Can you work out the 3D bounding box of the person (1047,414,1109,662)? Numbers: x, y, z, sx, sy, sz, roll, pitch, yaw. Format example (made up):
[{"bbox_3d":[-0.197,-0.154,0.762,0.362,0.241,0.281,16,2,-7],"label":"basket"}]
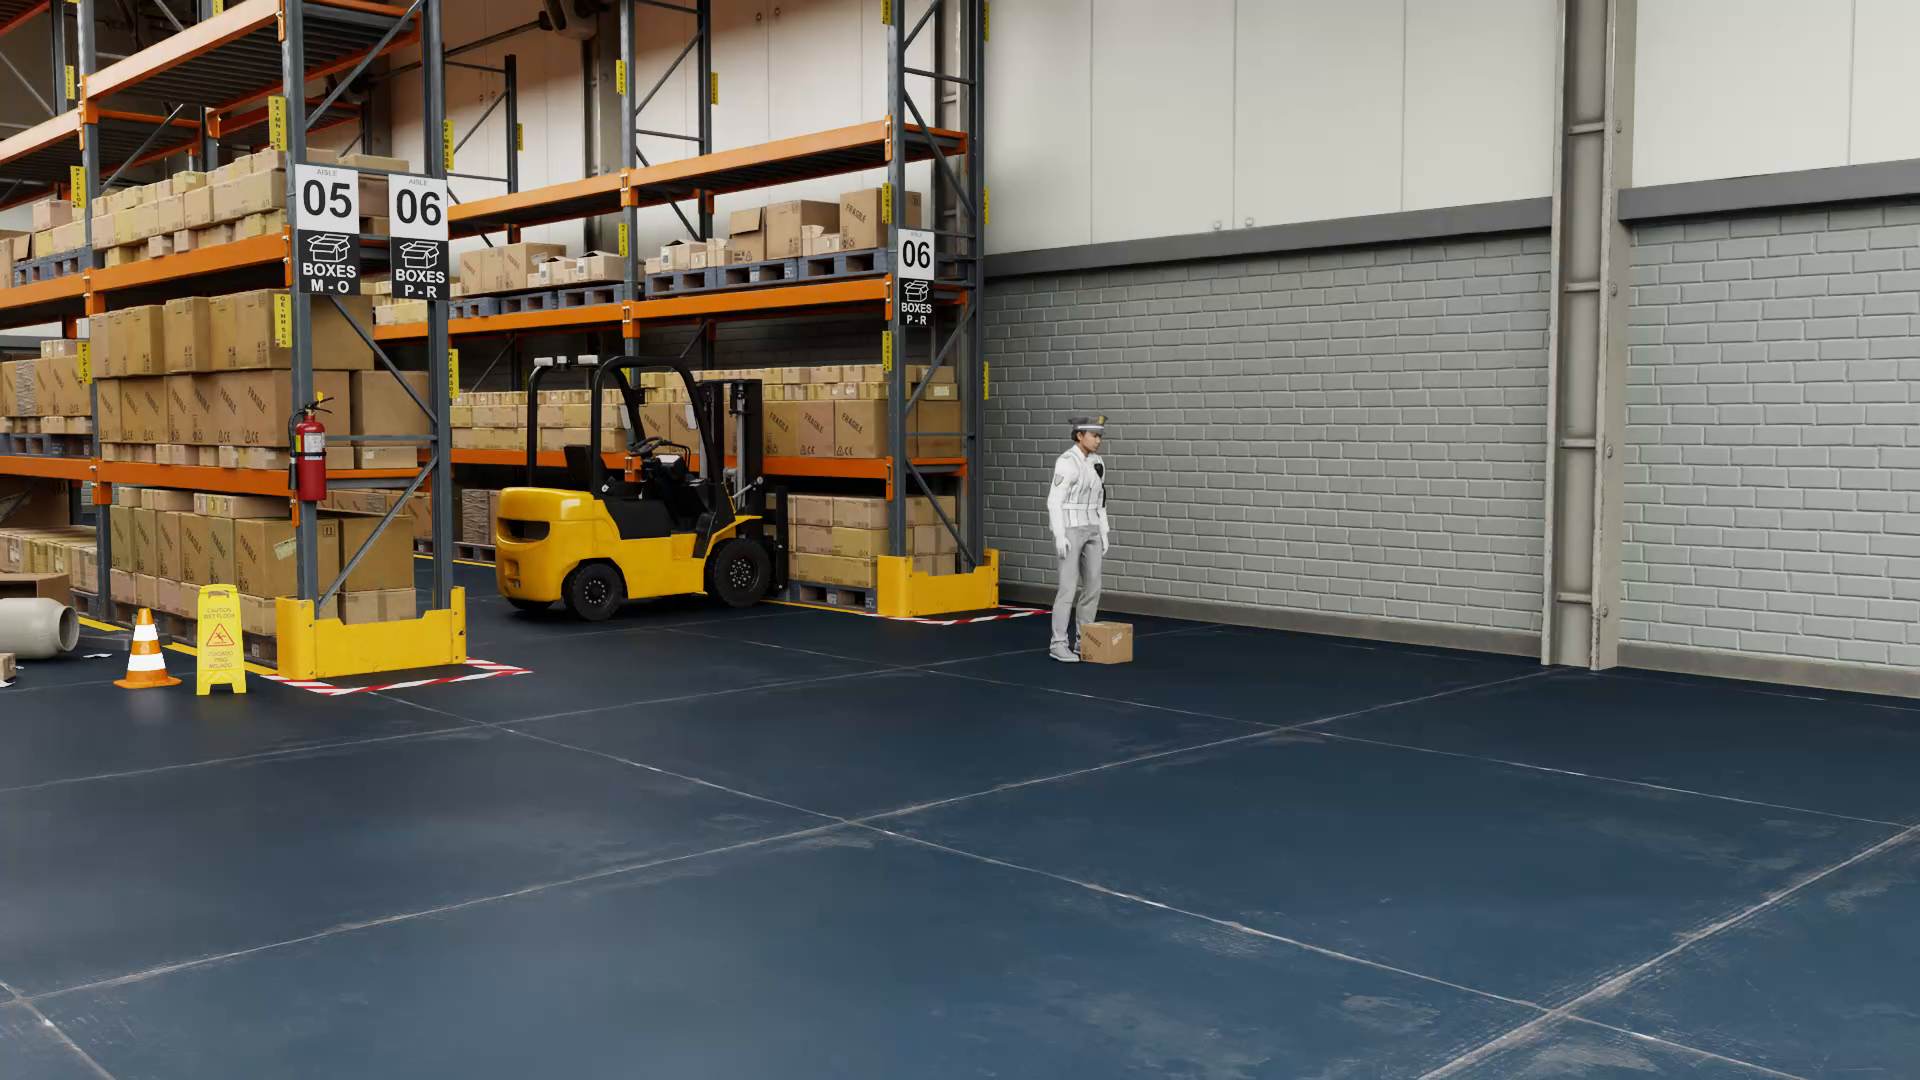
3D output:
[{"bbox_3d":[0.819,-0.023,11.345,0.529,1.664,0.375,-4,6,-44],"label":"person"}]
